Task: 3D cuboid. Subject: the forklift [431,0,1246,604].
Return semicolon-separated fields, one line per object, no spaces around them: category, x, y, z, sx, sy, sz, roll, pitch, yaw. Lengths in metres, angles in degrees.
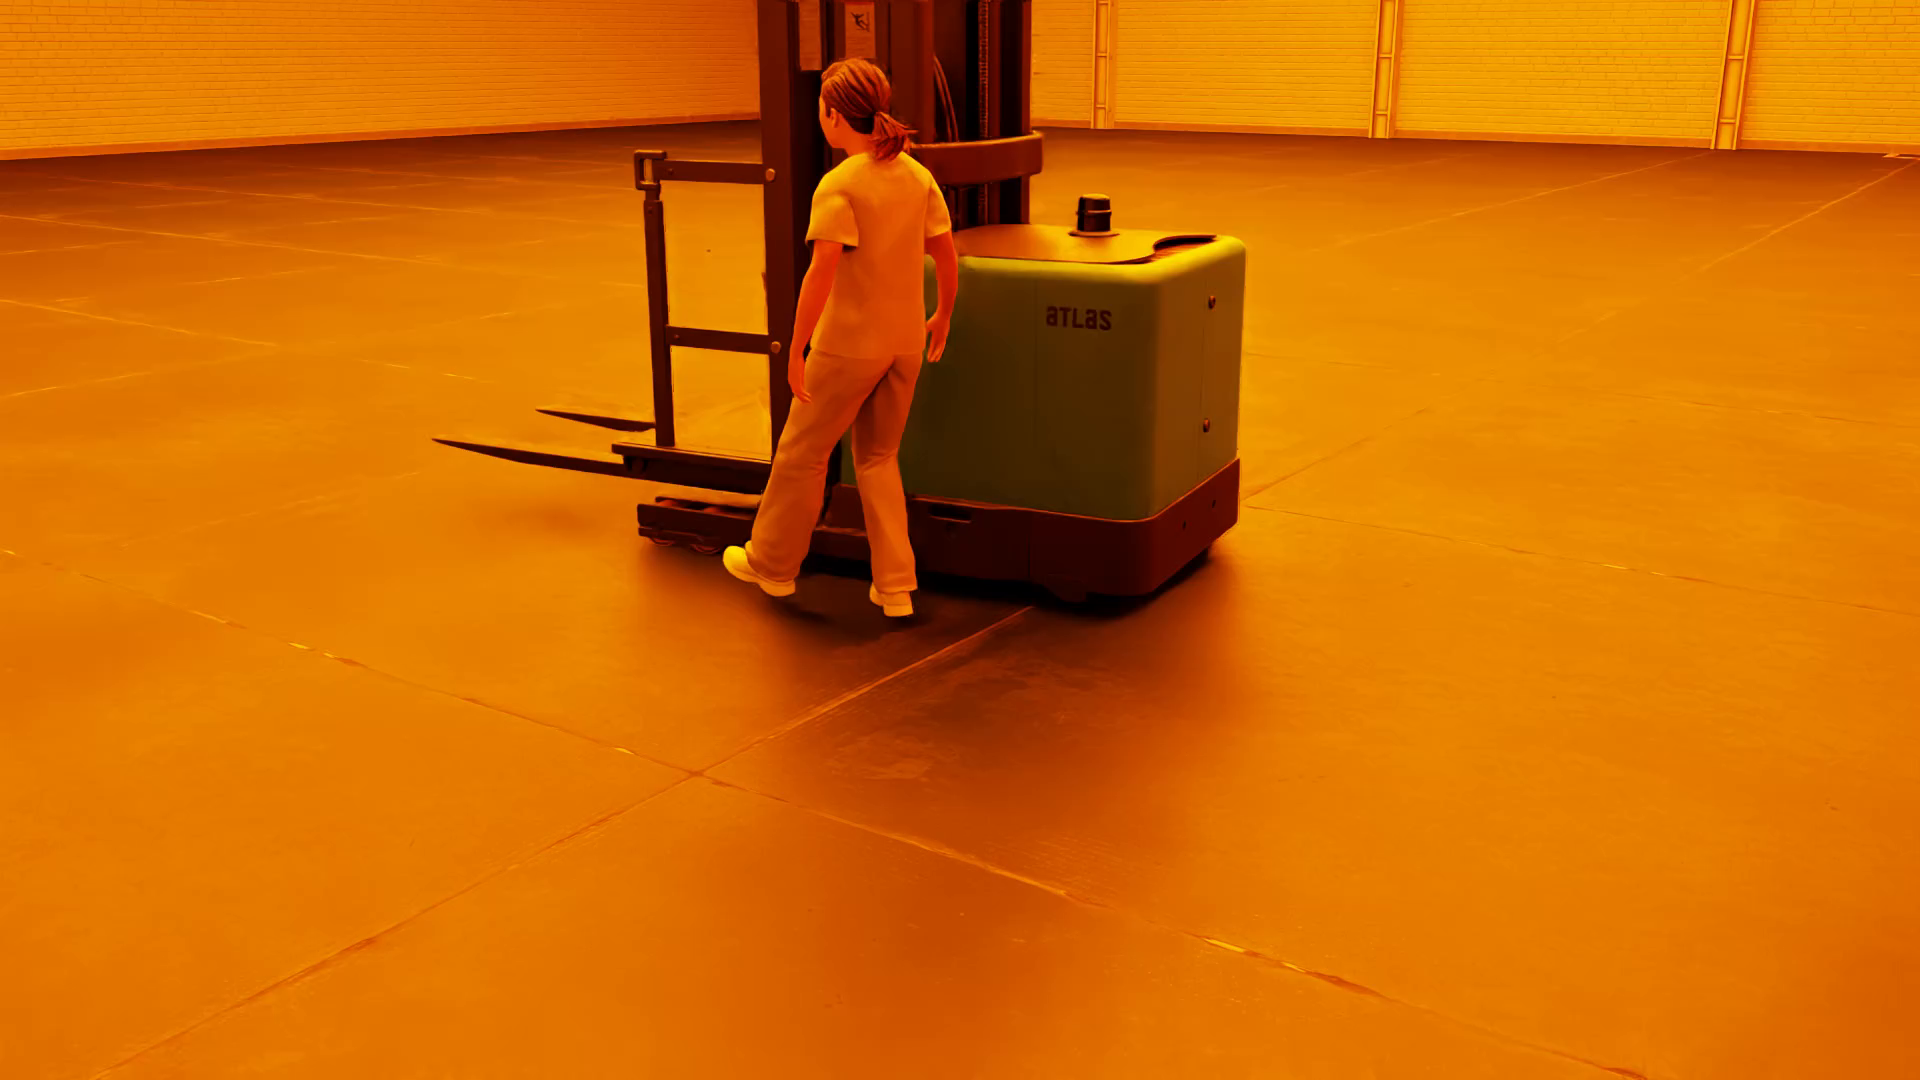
forklift;-0.566;-1.479;5.780;3.031;2.935;1.130;8;18;25

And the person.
person;-0.398;-0.602;4.995;0.679;1.628;0.747;-15;23;-42
